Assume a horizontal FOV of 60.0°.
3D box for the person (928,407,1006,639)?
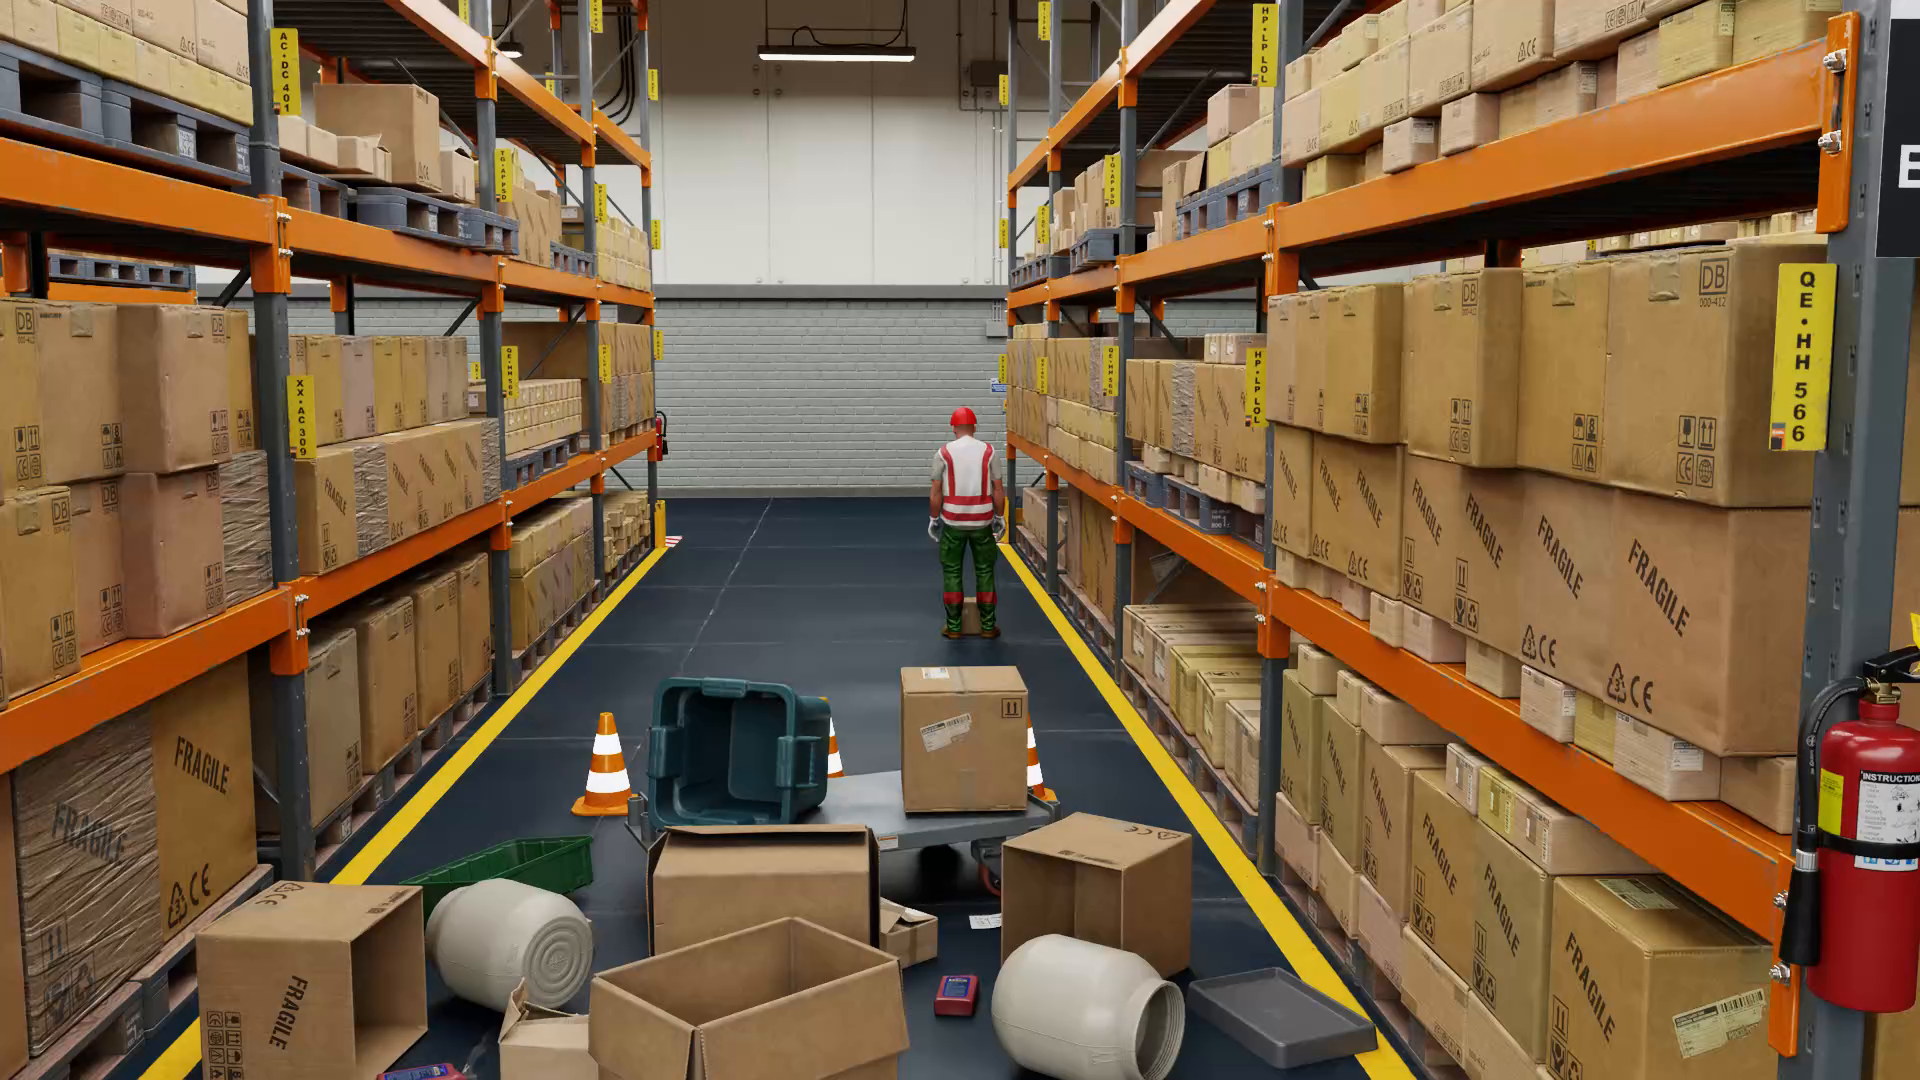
[{"bbox_3d":[0.058,-0.134,12.805,0.604,1.778,0.450,-1,7,-5],"label":"person"}]
